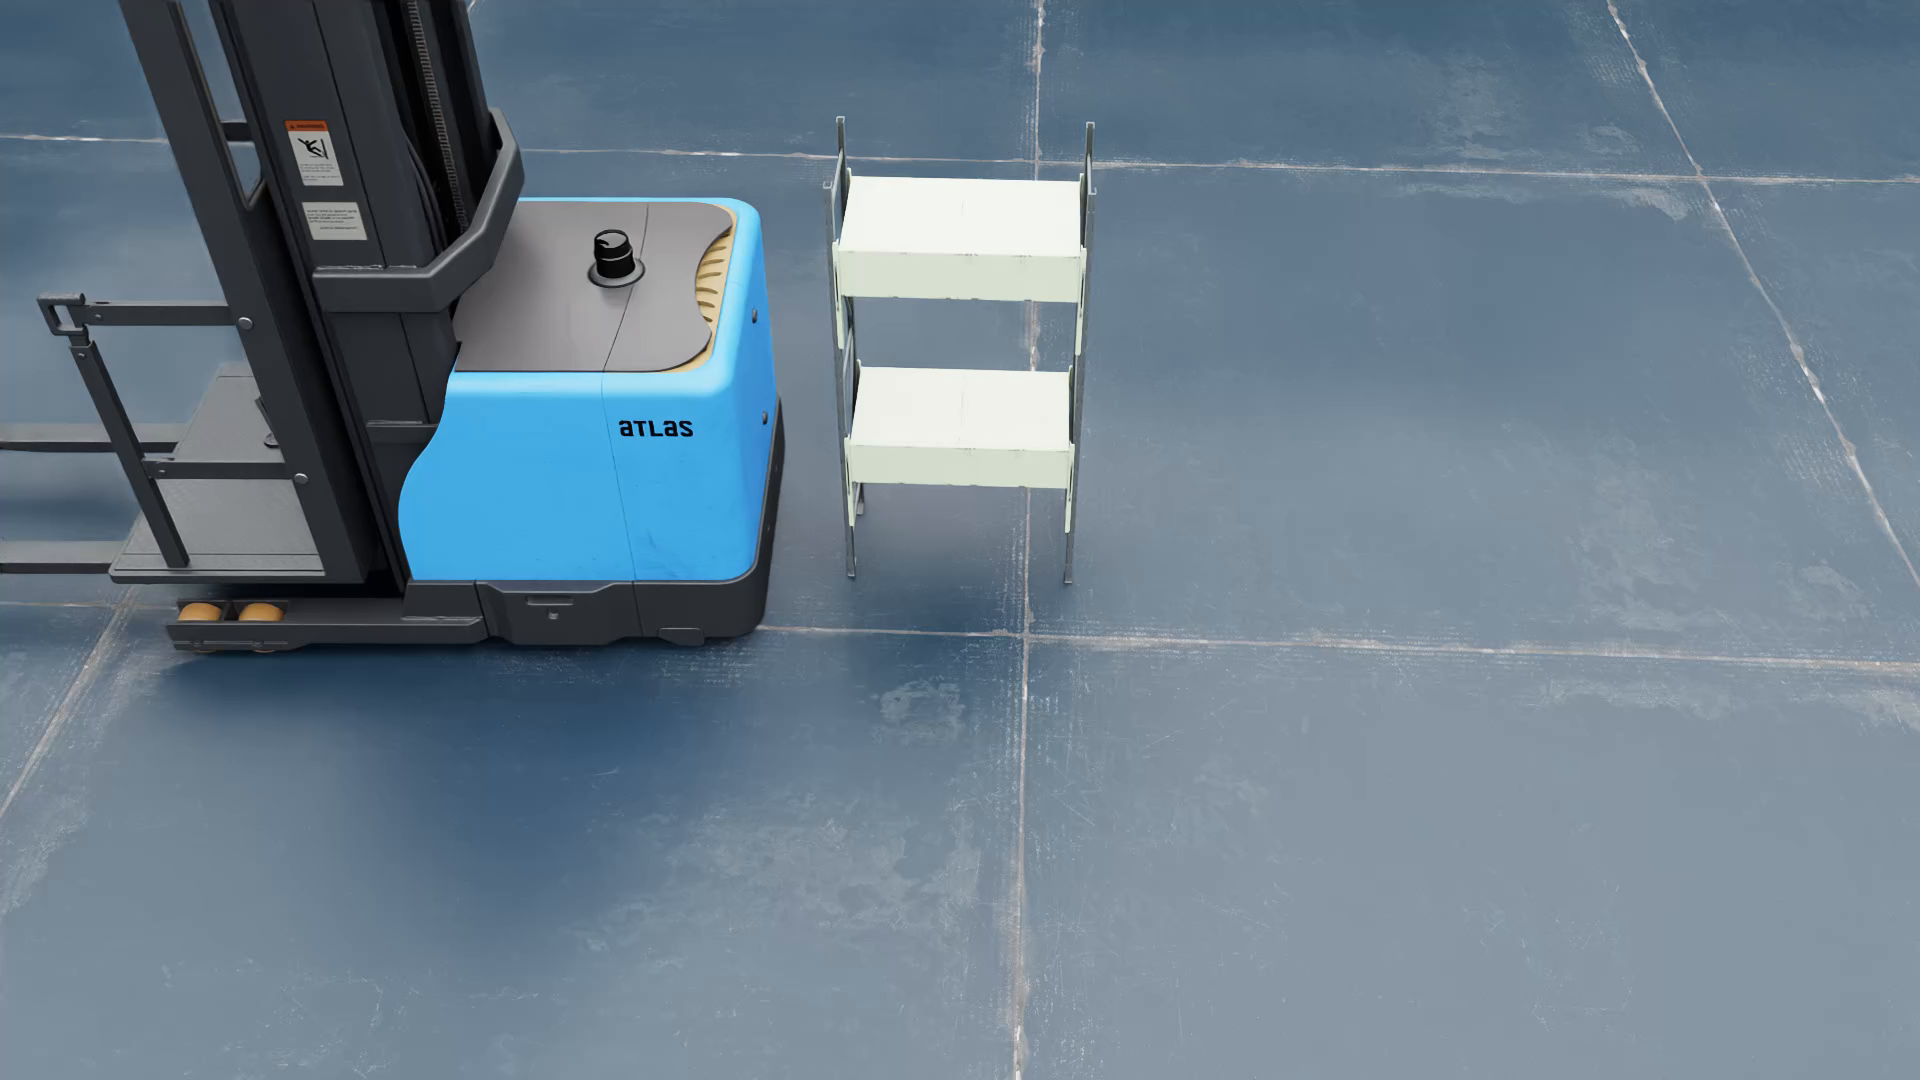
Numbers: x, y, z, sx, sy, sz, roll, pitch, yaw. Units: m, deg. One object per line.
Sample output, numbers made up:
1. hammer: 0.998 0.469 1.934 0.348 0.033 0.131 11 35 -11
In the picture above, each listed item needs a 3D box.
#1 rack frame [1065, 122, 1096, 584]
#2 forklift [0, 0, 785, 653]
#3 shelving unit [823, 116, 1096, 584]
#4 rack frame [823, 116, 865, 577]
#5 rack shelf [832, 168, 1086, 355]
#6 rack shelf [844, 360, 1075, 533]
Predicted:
1. rack frame: 0.372 -0.537 5.227 0.023 1.500 0.400 2 43 2
2. forklift: -2.147 -1.071 4.749 3.031 2.935 1.130 0 43 0
3. shelving unit: 0.007 -0.549 5.239 0.755 1.500 0.431 2 43 2
4. rack frame: -0.359 -0.560 5.251 0.023 1.500 0.400 2 43 2
5. rack shelf: 0.007 -0.834 4.973 0.720 0.370 0.431 2 43 2
6. rack shelf: 0.007 -0.310 5.461 0.720 0.370 0.431 2 43 2
